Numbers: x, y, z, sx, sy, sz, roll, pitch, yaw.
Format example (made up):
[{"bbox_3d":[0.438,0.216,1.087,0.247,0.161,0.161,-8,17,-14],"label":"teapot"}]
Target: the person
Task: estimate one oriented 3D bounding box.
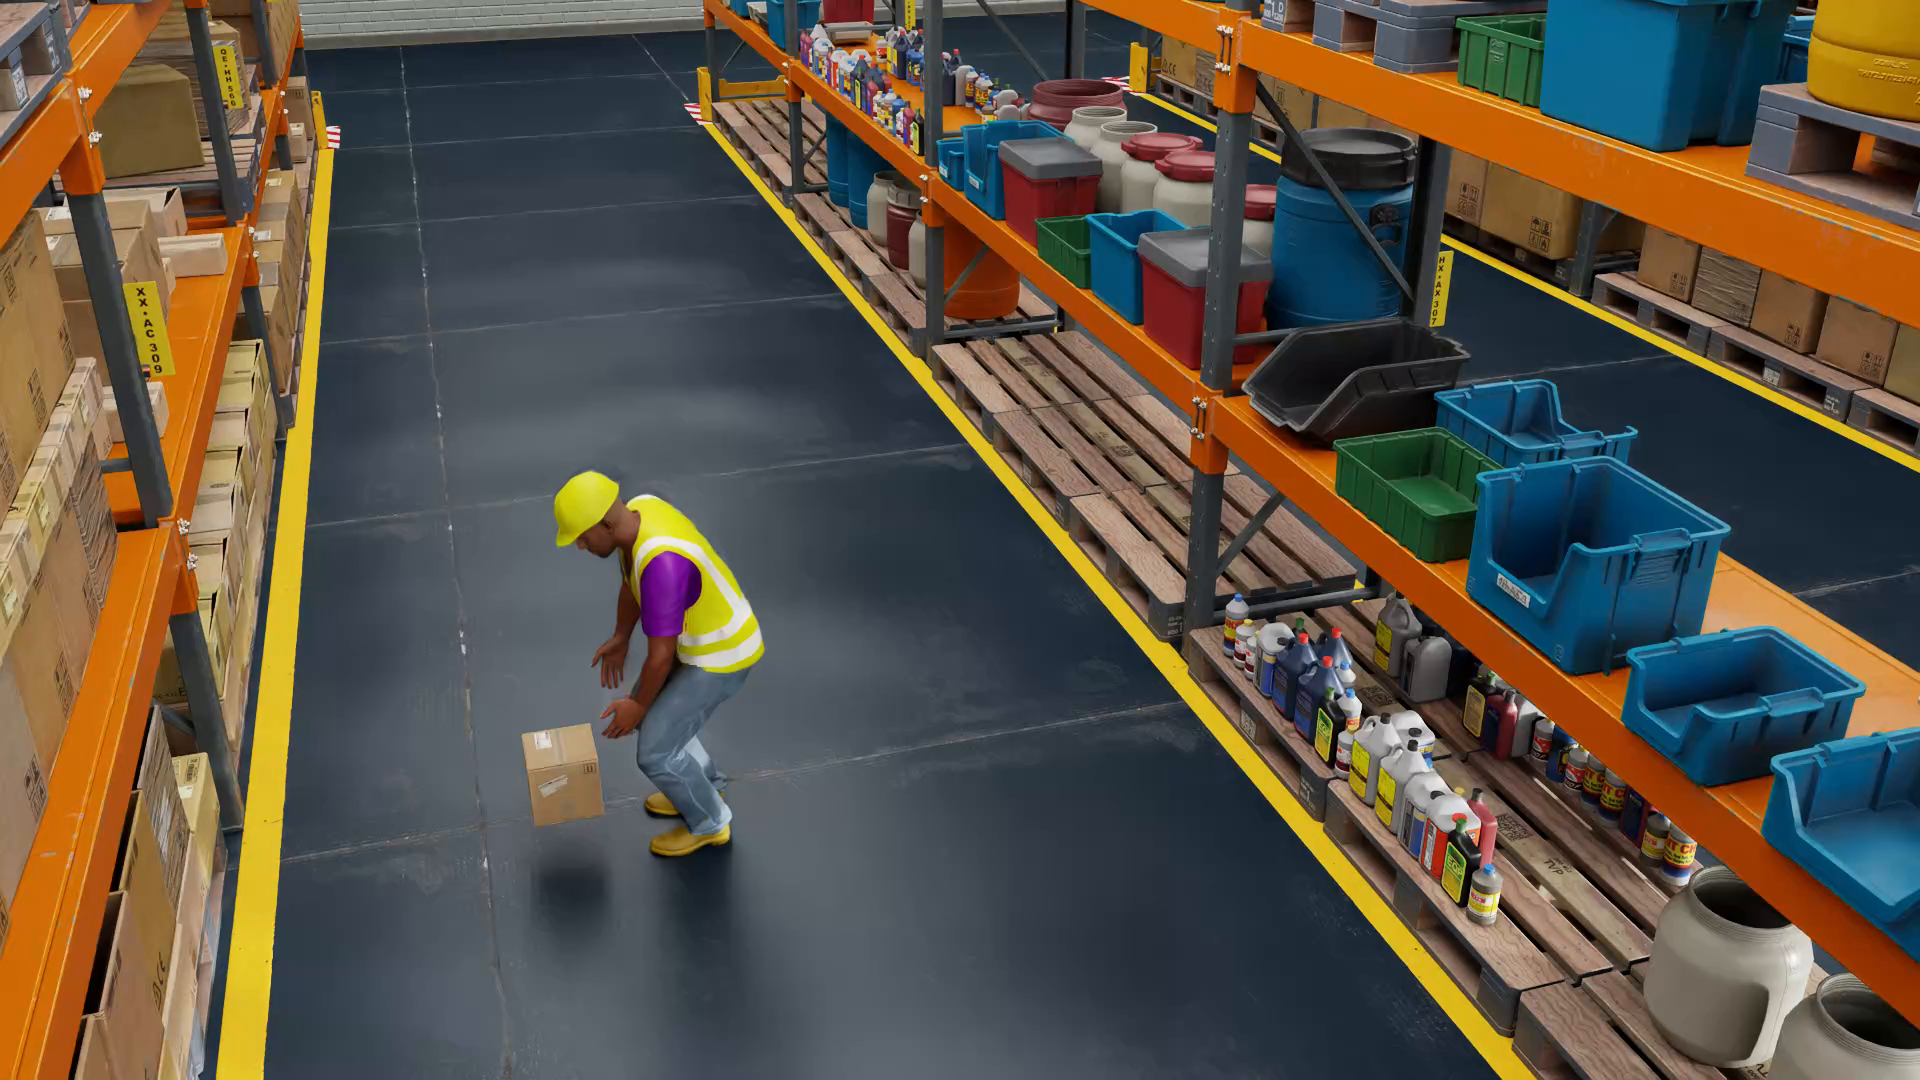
[{"bbox_3d":[-1.052,0.428,5.998,0.687,1.517,0.627,-8,27,-16],"label":"person"}]
